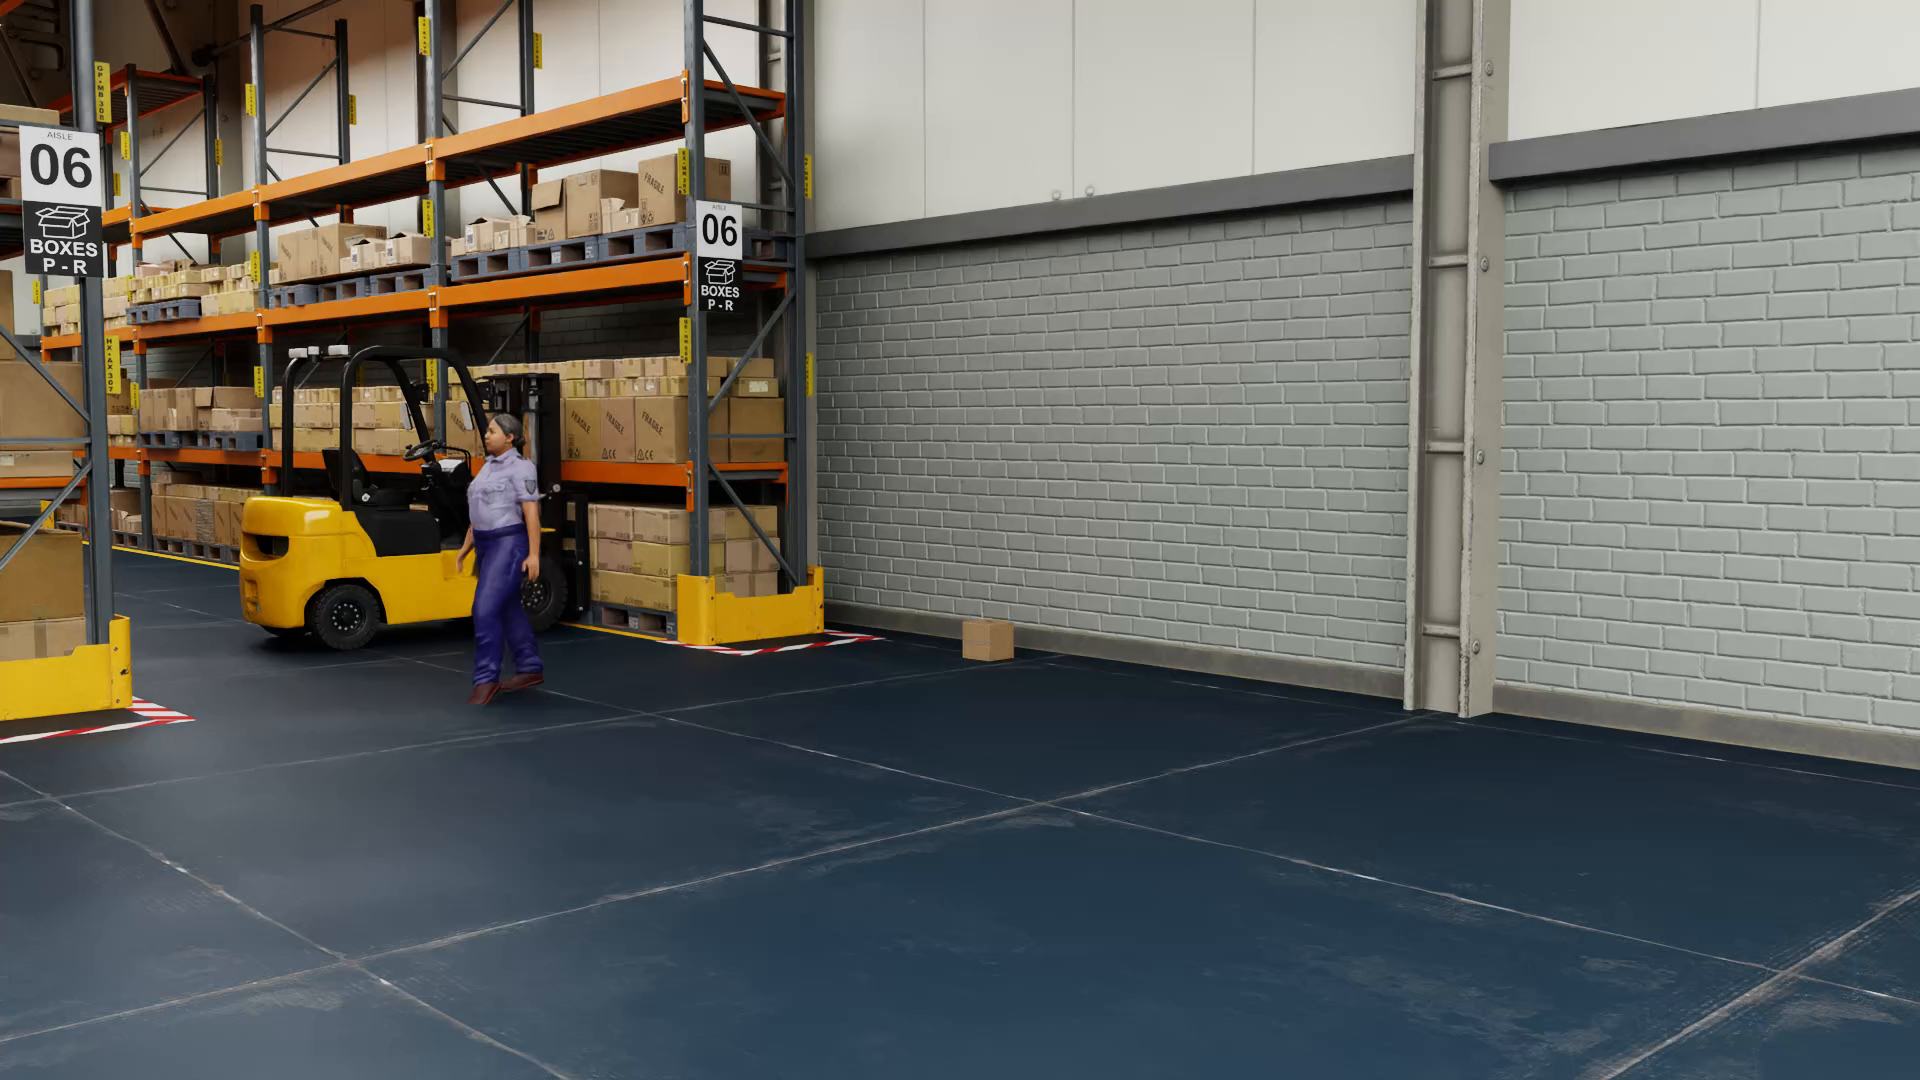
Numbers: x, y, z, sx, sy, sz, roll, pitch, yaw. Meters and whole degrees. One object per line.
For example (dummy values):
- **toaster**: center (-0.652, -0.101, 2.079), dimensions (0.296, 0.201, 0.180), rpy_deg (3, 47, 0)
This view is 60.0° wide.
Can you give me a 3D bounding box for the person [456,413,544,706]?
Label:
- **person**: center (-2.701, 0.123, 9.698), dimensions (0.605, 1.718, 0.514), rpy_deg (-4, 5, -42)
